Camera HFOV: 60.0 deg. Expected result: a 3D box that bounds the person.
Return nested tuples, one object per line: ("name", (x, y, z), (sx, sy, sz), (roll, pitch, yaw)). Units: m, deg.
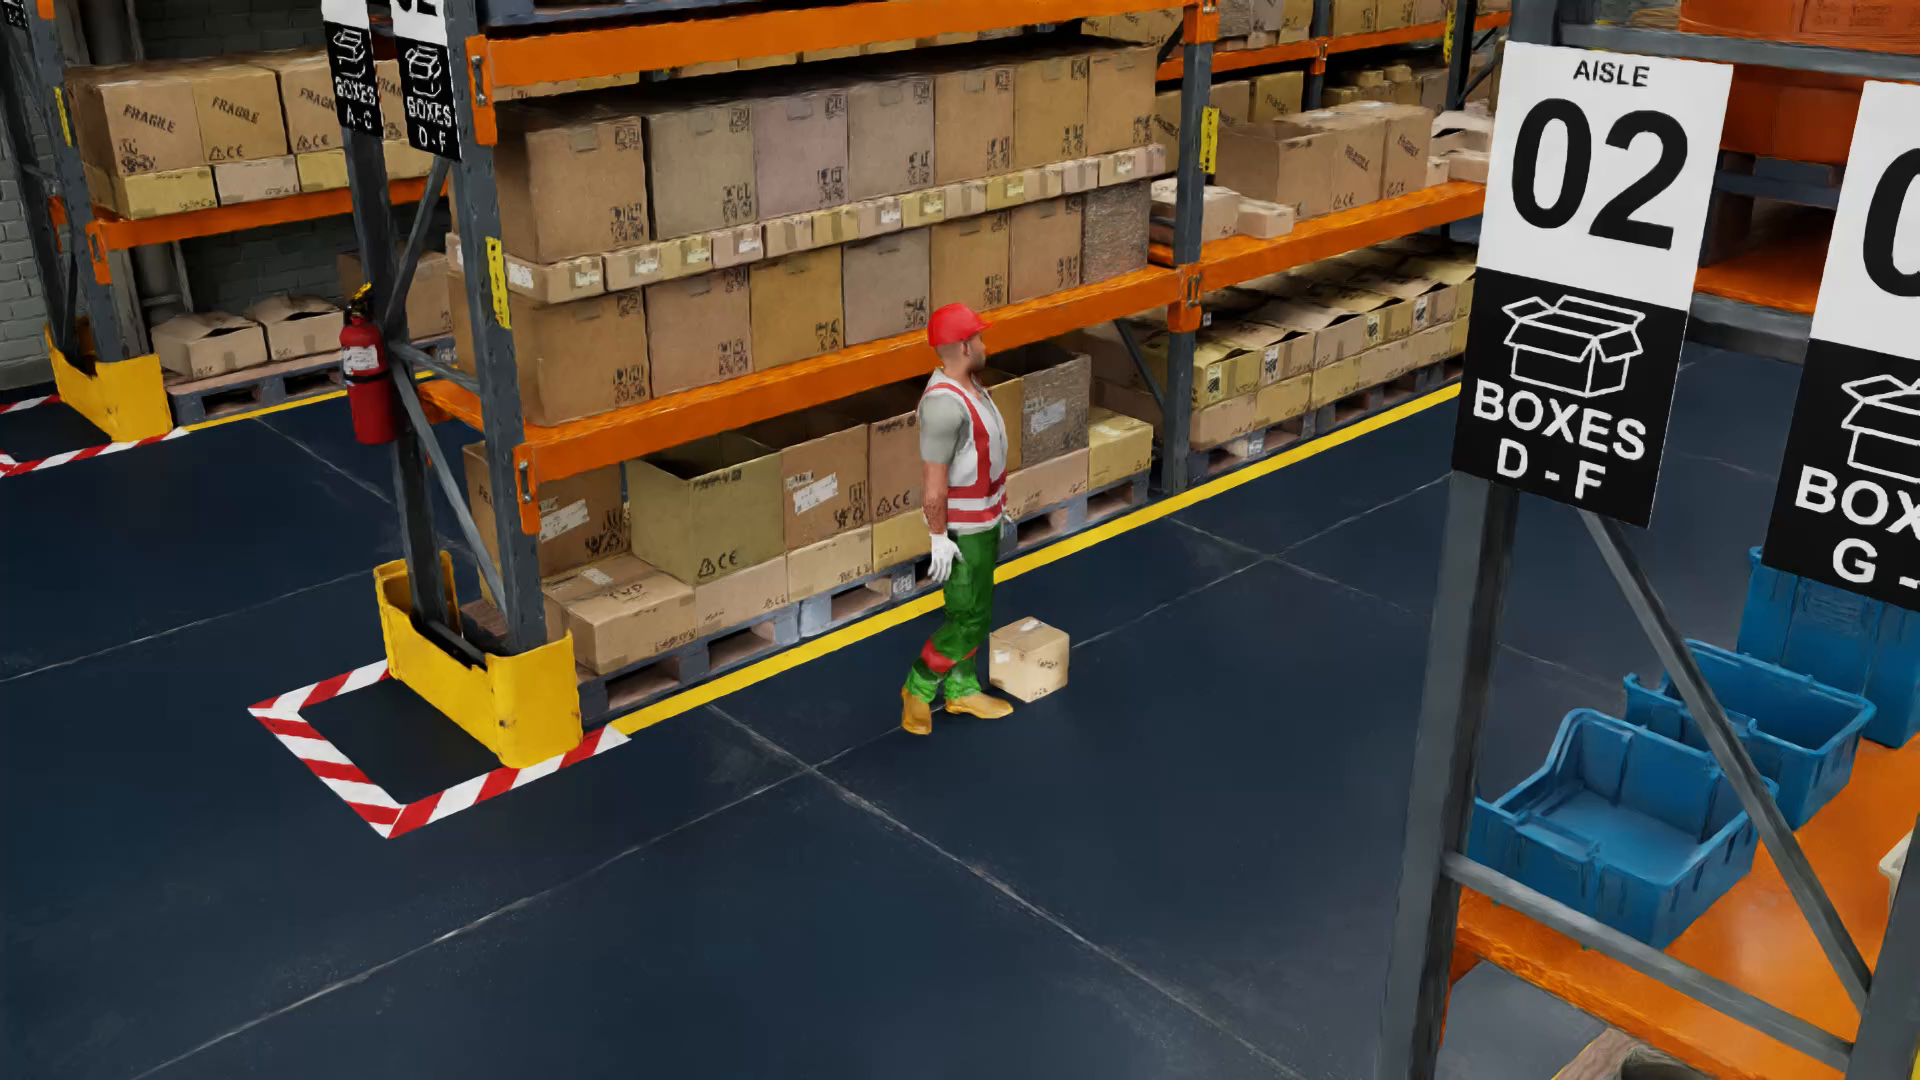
("person", (-0.010, -0.065, 6.703), (0.456, 1.784, 0.598), (6, 25, 13))
